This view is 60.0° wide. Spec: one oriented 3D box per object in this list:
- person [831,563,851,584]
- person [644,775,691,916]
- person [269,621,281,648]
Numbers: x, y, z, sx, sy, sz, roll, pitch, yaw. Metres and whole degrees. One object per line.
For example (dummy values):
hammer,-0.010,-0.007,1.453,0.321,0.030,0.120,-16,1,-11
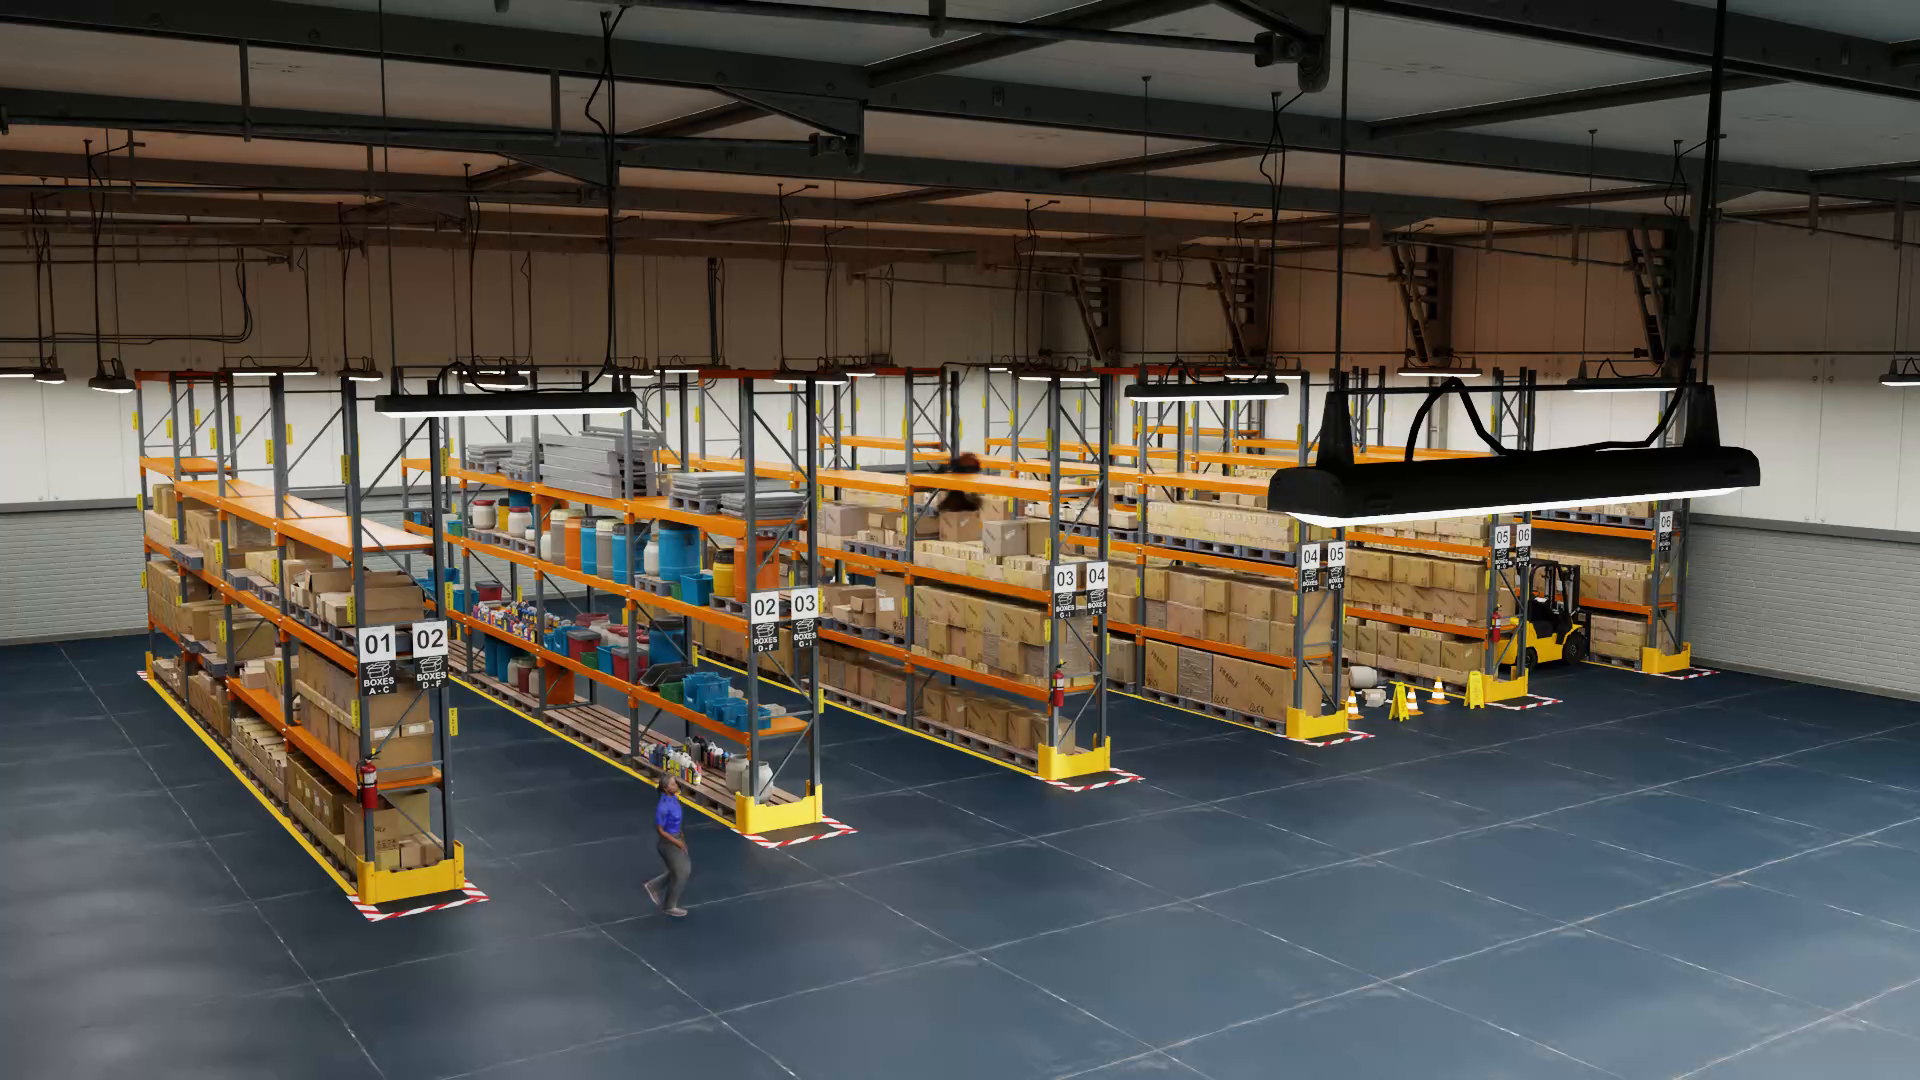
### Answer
person,-2.648,1.338,37.169,0.607,1.679,0.893,-4,8,-32
person,-3.296,3.432,18.716,0.504,1.624,0.576,0,6,-3
person,-13.753,1.736,33.347,0.764,1.744,0.654,6,9,43
